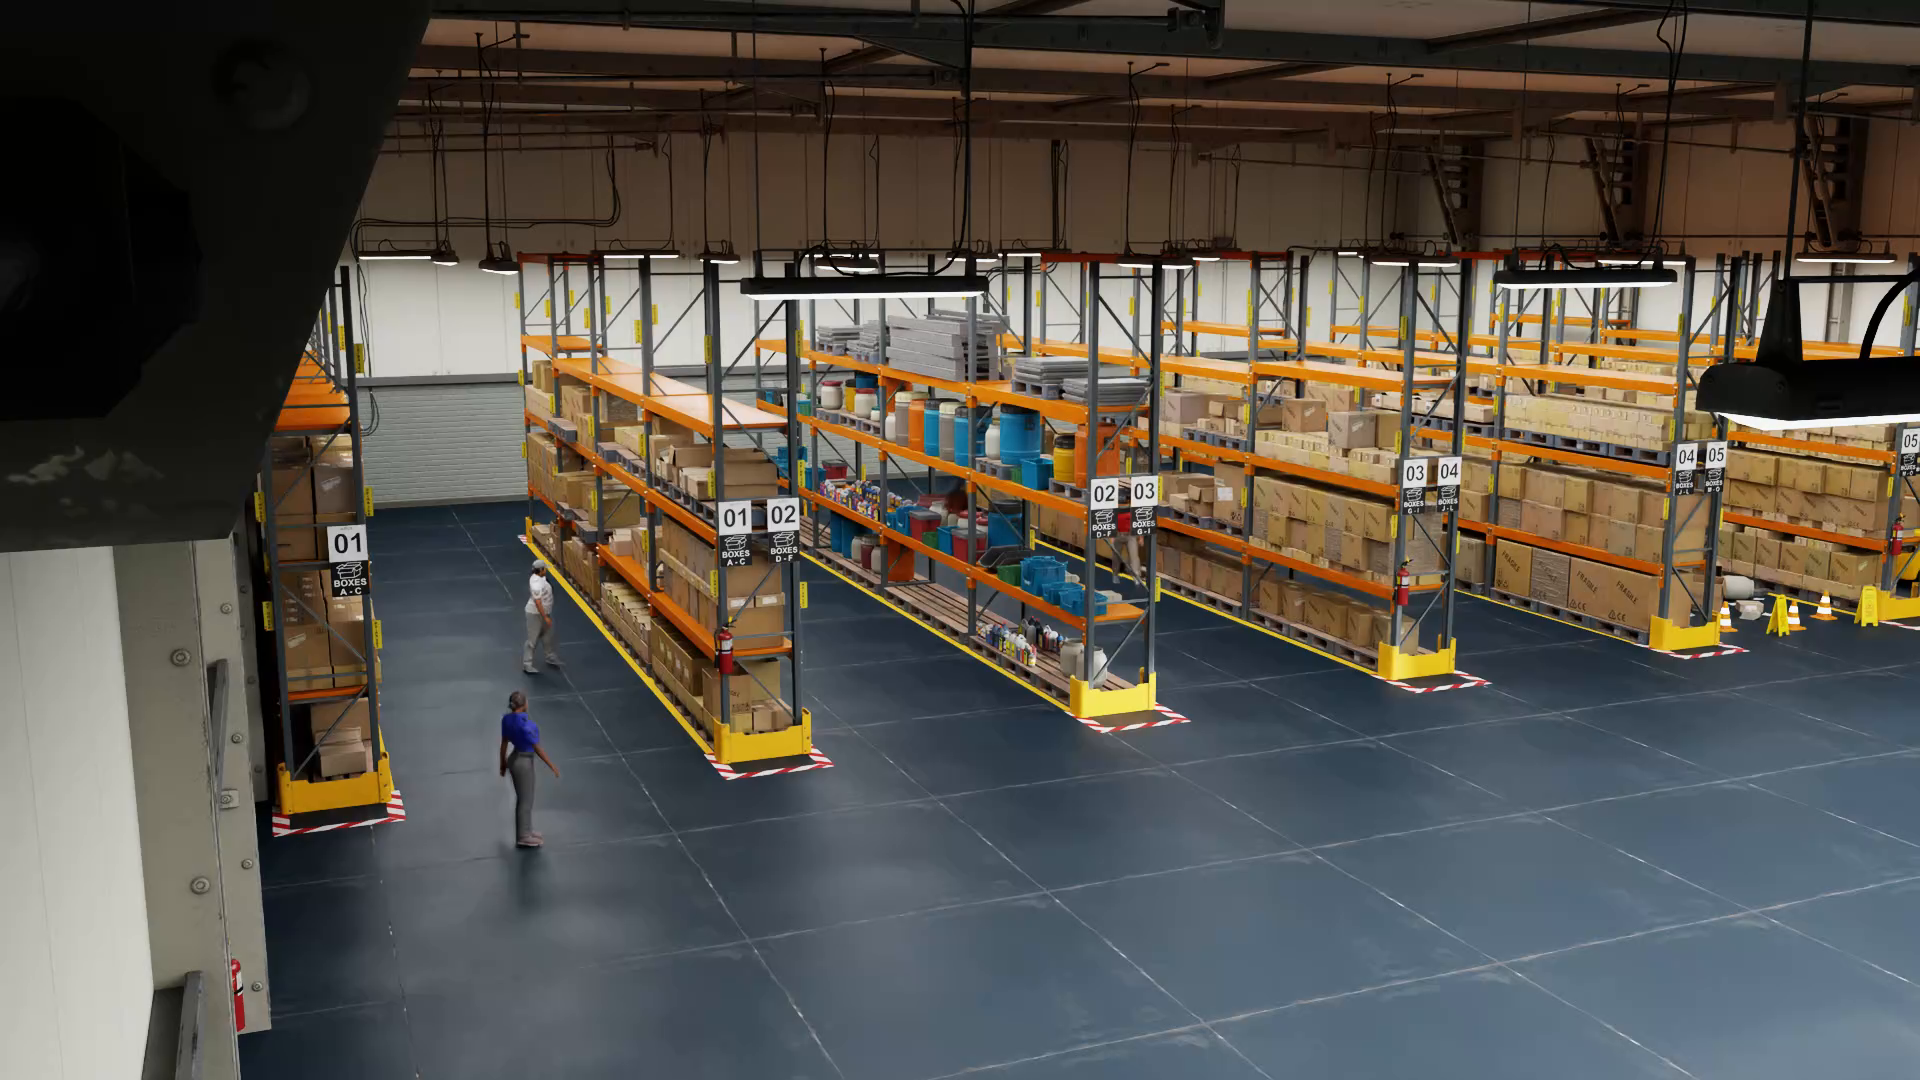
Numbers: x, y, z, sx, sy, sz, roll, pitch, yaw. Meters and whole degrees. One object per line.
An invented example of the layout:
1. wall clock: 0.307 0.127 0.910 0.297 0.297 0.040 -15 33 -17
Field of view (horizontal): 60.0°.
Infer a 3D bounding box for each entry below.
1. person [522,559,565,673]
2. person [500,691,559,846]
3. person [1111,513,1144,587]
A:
1. person: -6.191 1.108 24.540 0.514 1.699 0.669 1 10 4
2. person: -4.523 2.389 17.465 0.555 1.689 0.475 -5 11 -24
3. person: 2.921 -0.026 28.999 0.582 1.719 0.993 1 10 8
